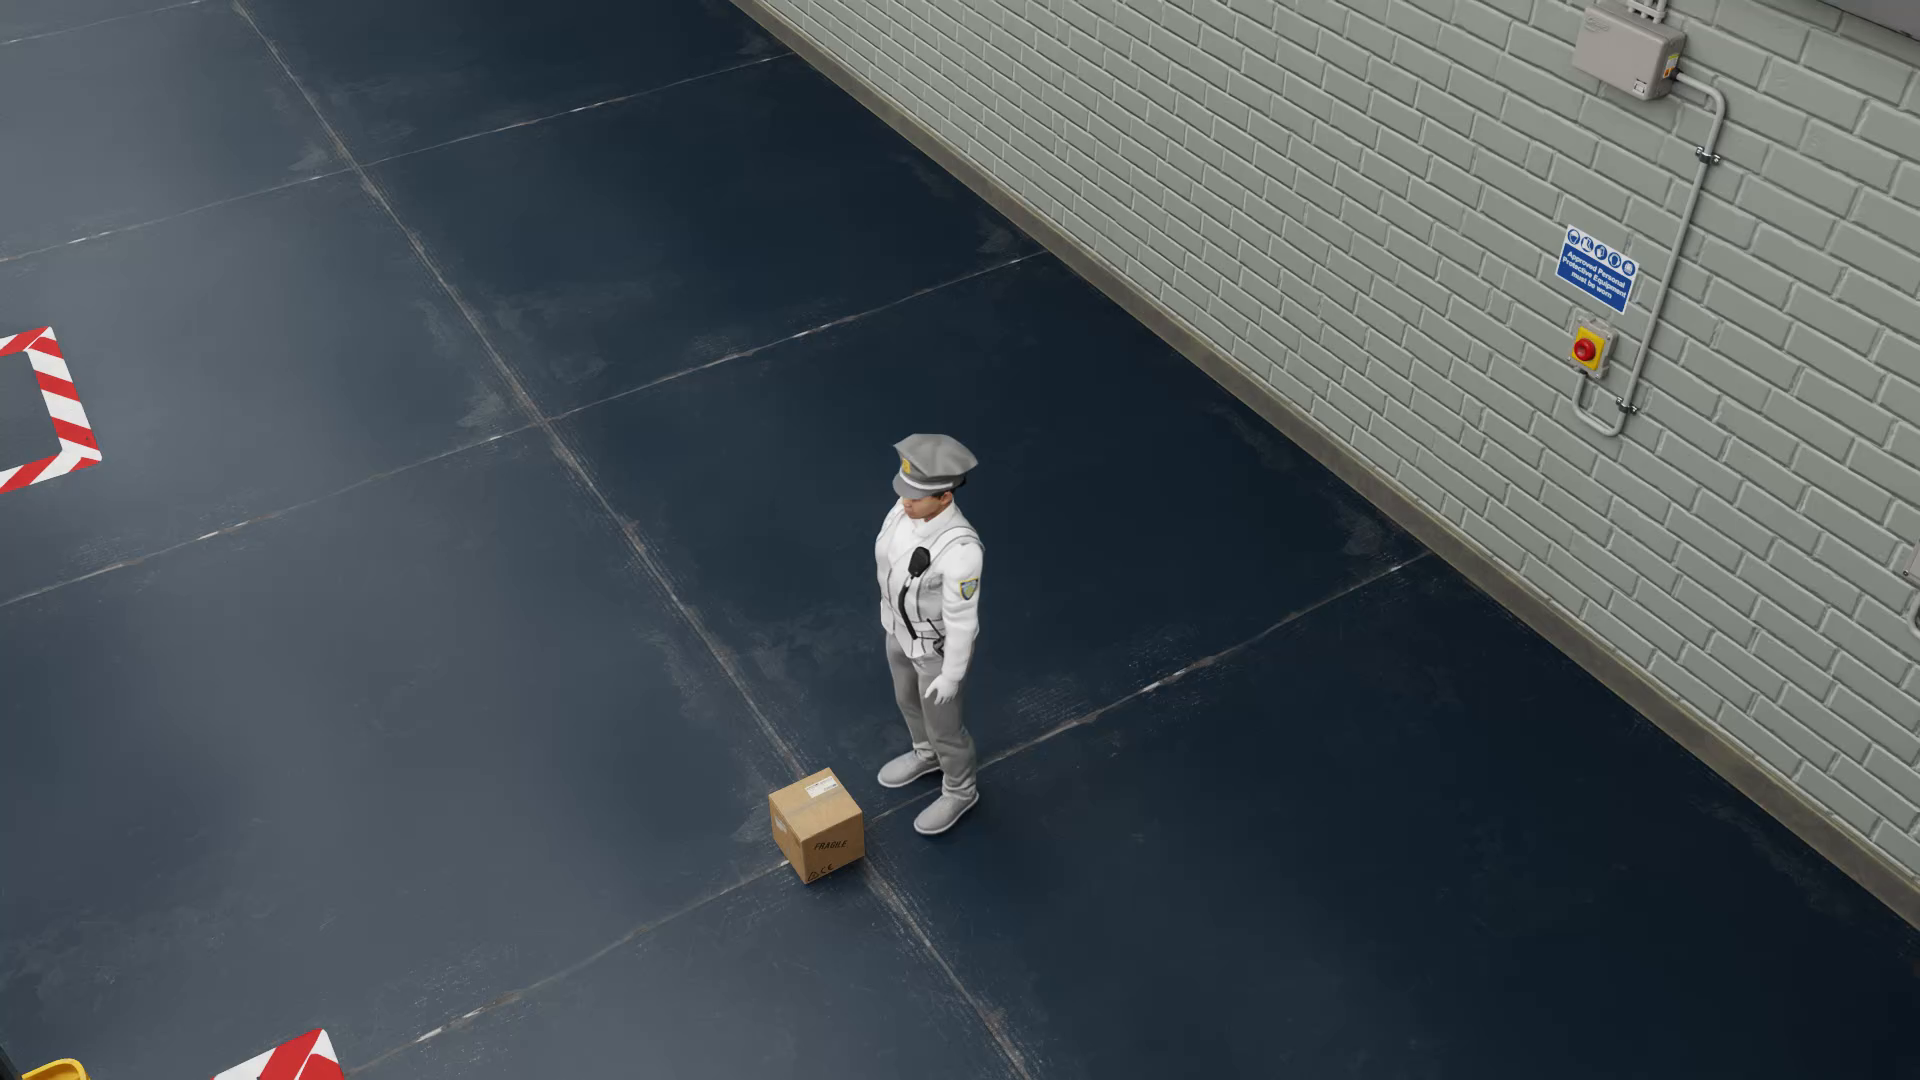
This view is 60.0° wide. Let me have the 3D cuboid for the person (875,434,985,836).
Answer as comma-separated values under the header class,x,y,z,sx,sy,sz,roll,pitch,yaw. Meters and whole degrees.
class,x,y,z,sx,sy,sz,roll,pitch,yaw
person,-0.113,0.347,5.752,0.334,1.678,0.470,-21,45,-23
